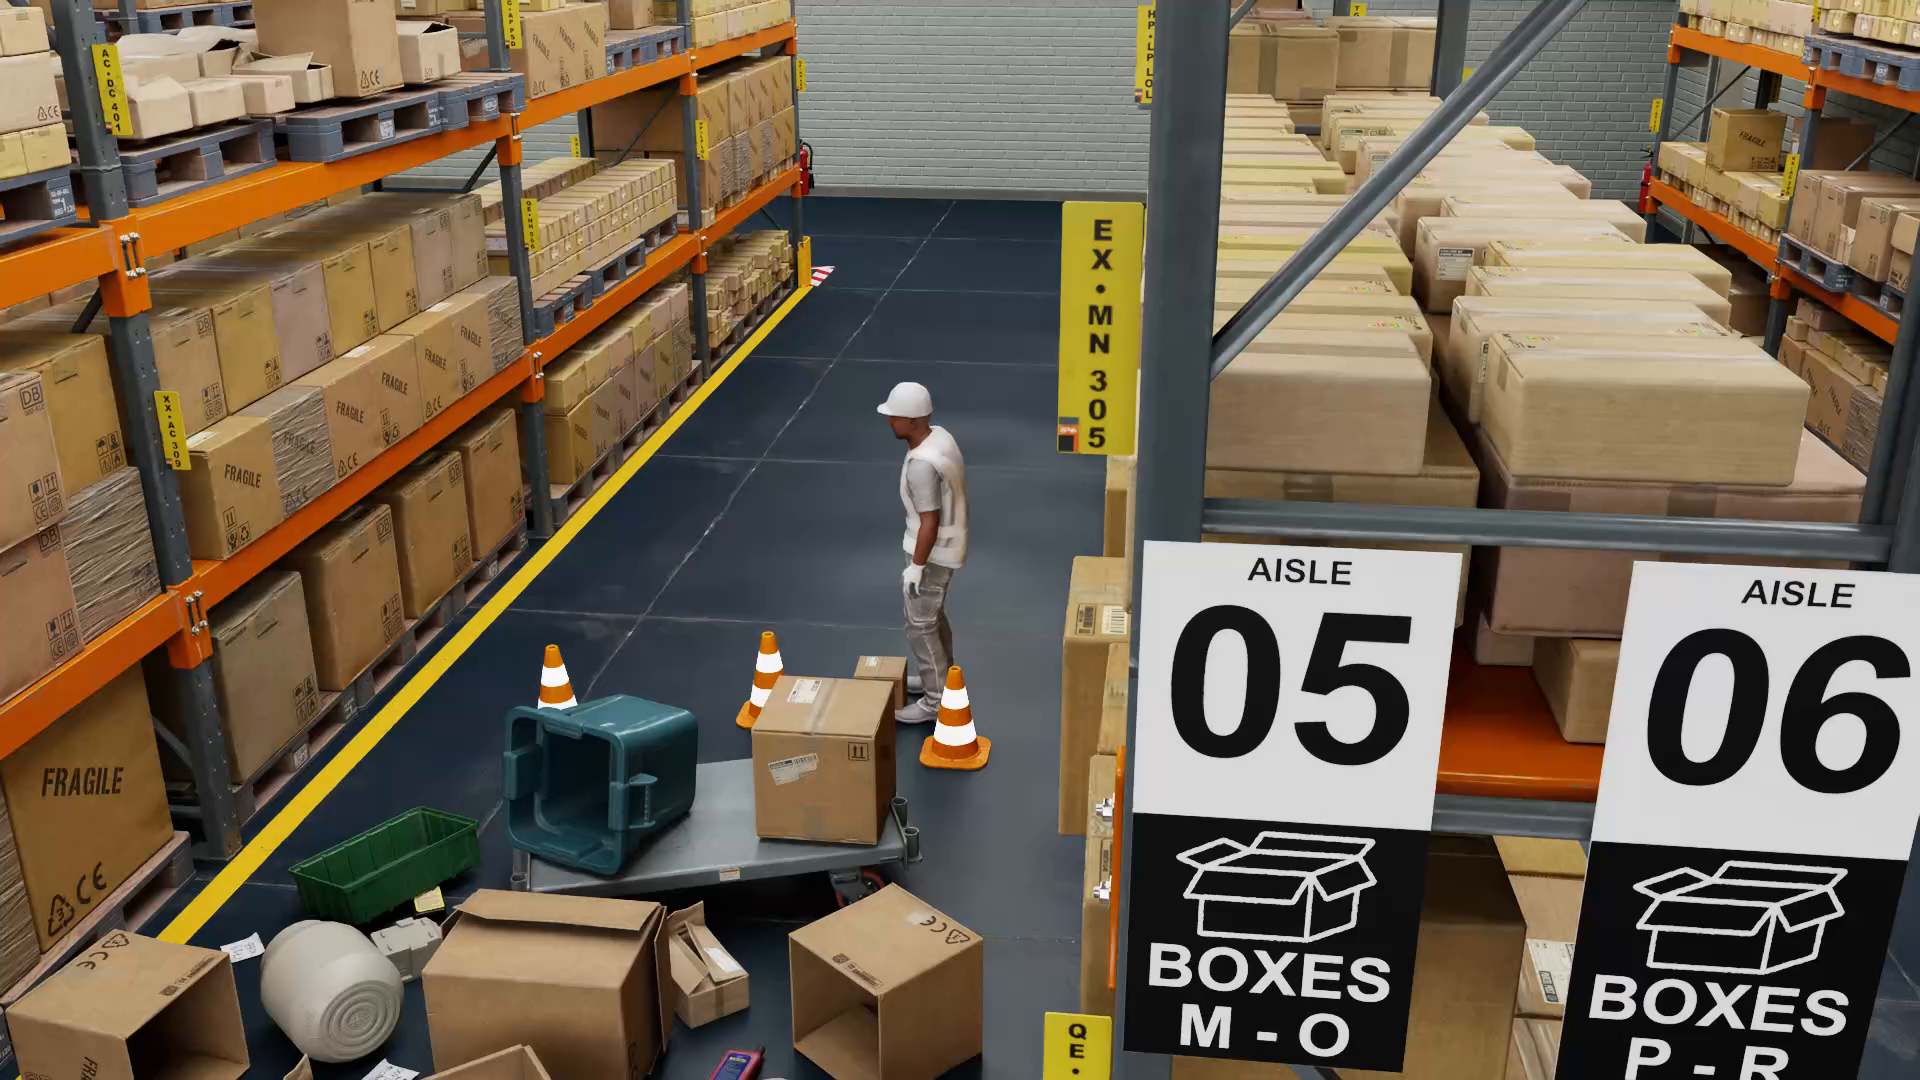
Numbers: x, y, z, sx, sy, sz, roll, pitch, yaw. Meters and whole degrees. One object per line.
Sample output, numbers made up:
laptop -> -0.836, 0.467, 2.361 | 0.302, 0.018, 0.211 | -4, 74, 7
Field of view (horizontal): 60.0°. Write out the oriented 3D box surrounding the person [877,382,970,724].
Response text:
person -> -0.178, 0.058, 8.415 | 0.450, 1.774, 0.617 | 2, 21, 5
